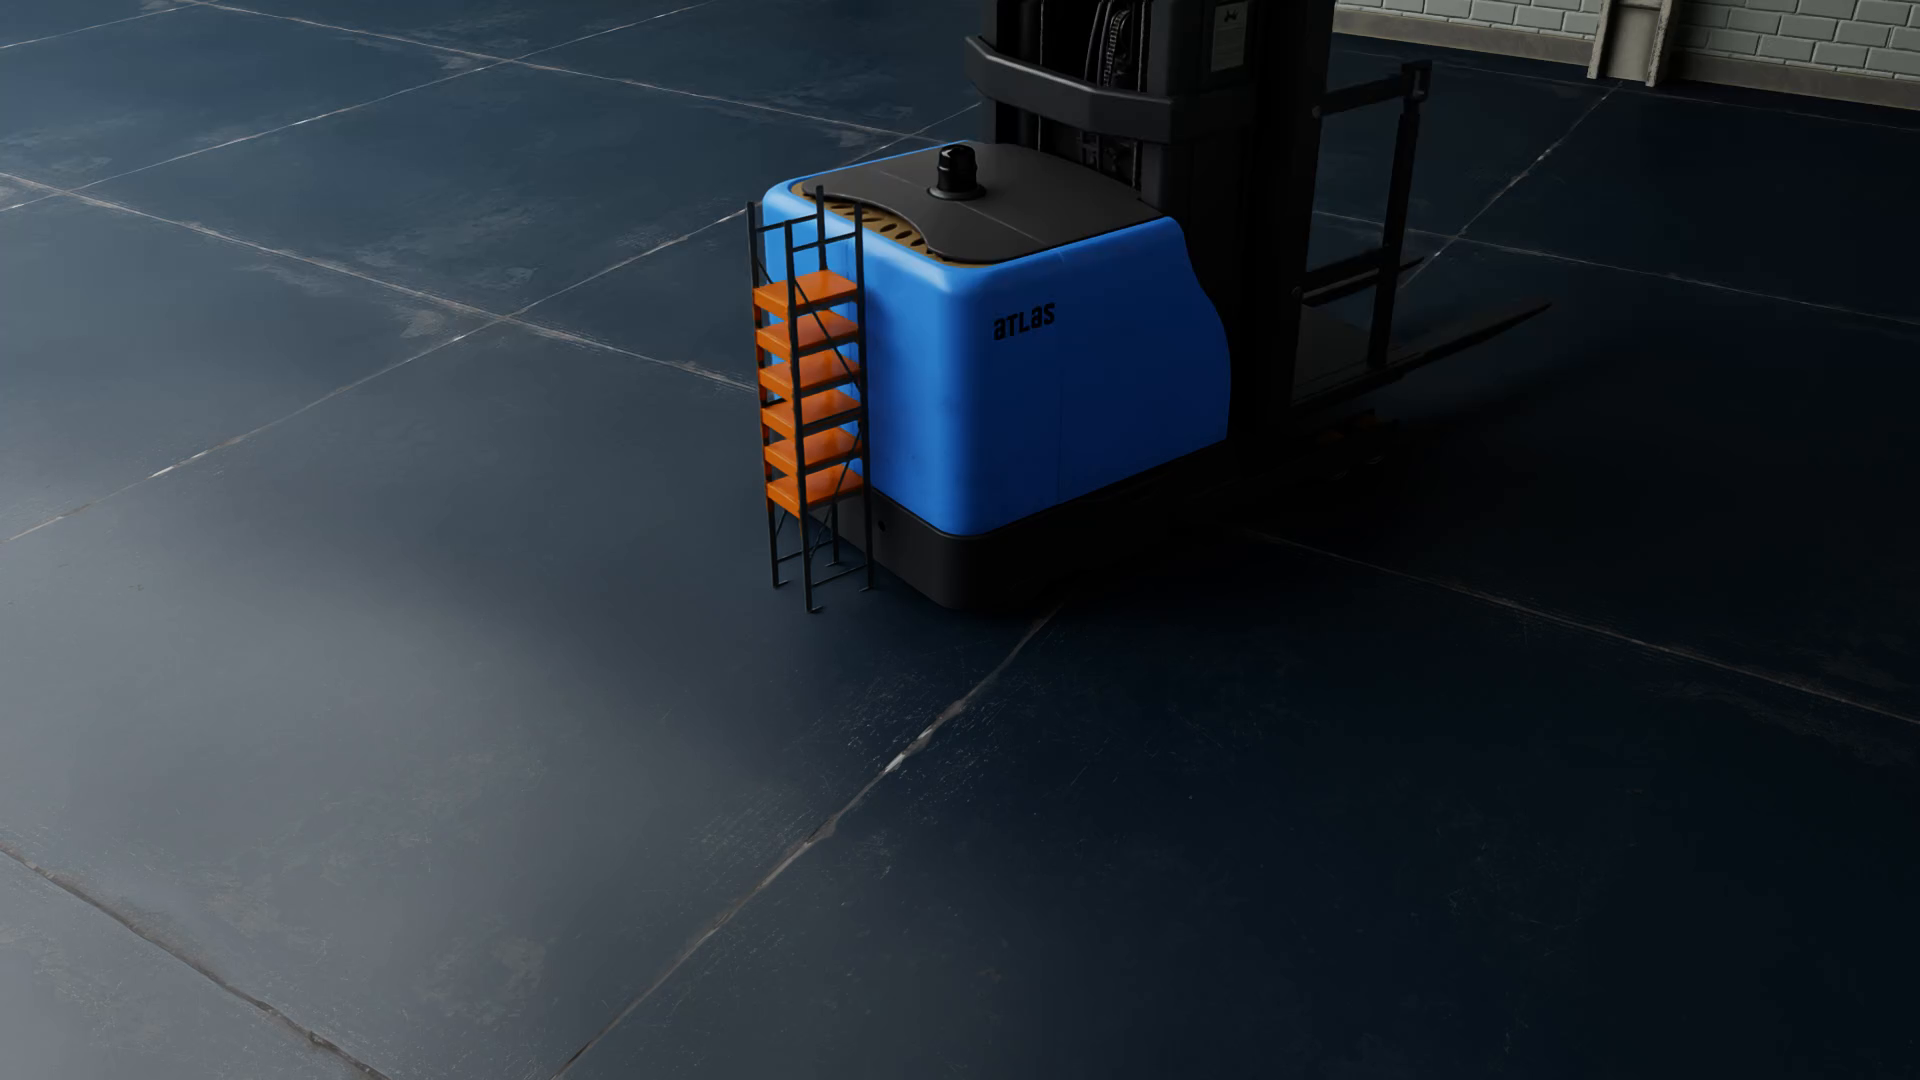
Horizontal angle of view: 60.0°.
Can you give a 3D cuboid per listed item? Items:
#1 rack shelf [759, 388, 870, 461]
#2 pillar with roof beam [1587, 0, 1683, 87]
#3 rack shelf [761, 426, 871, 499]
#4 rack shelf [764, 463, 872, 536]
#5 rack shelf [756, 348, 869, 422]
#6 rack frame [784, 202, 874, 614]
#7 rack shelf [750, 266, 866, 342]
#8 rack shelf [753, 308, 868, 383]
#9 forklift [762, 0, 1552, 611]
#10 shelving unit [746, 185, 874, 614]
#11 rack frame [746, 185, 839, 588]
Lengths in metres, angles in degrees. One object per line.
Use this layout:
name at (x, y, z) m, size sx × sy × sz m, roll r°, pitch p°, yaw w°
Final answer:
rack shelf at (-0.413, -0.337, 4.725) m, size 0.258 × 0.103 × 0.180 m, roll -21°, pitch 36°, yaw -32°
pillar with roof beam at (1.744, -4.853, 4.638) m, size 0.400 × 9.000 × 9.100 m, roll 18°, pitch 35°, yaw 27°
rack shelf at (-0.413, -0.233, 4.785) m, size 0.258 × 0.103 × 0.180 m, roll -21°, pitch 36°, yaw -32°
rack shelf at (-0.412, -0.130, 4.846) m, size 0.258 × 0.103 × 0.180 m, roll -21°, pitch 36°, yaw -32°
rack shelf at (-0.413, -0.441, 4.664) m, size 0.258 × 0.103 × 0.180 m, roll -21°, pitch 36°, yaw -32°
rack frame at (-0.357, -0.339, 4.640) m, size 0.240 × 1.200 × 0.006 m, roll -21°, pitch 36°, yaw -32°
rack shelf at (-0.413, -0.648, 4.543) m, size 0.258 × 0.103 × 0.180 m, roll -21°, pitch 36°, yaw -32°
rack shelf at (-0.413, -0.544, 4.604) m, size 0.258 × 0.103 × 0.180 m, roll -21°, pitch 36°, yaw -32°
forklift at (0.873, -1.655, 5.178) m, size 3.031 × 2.935 × 1.130 m, roll -21°, pitch 36°, yaw -32°
shelving unit at (-0.413, -0.375, 4.702) m, size 0.258 × 1.200 × 0.189 m, roll -21°, pitch 36°, yaw -32°
rack frame at (-0.469, -0.412, 4.765) m, size 0.240 × 1.200 × 0.006 m, roll -21°, pitch 36°, yaw -32°
